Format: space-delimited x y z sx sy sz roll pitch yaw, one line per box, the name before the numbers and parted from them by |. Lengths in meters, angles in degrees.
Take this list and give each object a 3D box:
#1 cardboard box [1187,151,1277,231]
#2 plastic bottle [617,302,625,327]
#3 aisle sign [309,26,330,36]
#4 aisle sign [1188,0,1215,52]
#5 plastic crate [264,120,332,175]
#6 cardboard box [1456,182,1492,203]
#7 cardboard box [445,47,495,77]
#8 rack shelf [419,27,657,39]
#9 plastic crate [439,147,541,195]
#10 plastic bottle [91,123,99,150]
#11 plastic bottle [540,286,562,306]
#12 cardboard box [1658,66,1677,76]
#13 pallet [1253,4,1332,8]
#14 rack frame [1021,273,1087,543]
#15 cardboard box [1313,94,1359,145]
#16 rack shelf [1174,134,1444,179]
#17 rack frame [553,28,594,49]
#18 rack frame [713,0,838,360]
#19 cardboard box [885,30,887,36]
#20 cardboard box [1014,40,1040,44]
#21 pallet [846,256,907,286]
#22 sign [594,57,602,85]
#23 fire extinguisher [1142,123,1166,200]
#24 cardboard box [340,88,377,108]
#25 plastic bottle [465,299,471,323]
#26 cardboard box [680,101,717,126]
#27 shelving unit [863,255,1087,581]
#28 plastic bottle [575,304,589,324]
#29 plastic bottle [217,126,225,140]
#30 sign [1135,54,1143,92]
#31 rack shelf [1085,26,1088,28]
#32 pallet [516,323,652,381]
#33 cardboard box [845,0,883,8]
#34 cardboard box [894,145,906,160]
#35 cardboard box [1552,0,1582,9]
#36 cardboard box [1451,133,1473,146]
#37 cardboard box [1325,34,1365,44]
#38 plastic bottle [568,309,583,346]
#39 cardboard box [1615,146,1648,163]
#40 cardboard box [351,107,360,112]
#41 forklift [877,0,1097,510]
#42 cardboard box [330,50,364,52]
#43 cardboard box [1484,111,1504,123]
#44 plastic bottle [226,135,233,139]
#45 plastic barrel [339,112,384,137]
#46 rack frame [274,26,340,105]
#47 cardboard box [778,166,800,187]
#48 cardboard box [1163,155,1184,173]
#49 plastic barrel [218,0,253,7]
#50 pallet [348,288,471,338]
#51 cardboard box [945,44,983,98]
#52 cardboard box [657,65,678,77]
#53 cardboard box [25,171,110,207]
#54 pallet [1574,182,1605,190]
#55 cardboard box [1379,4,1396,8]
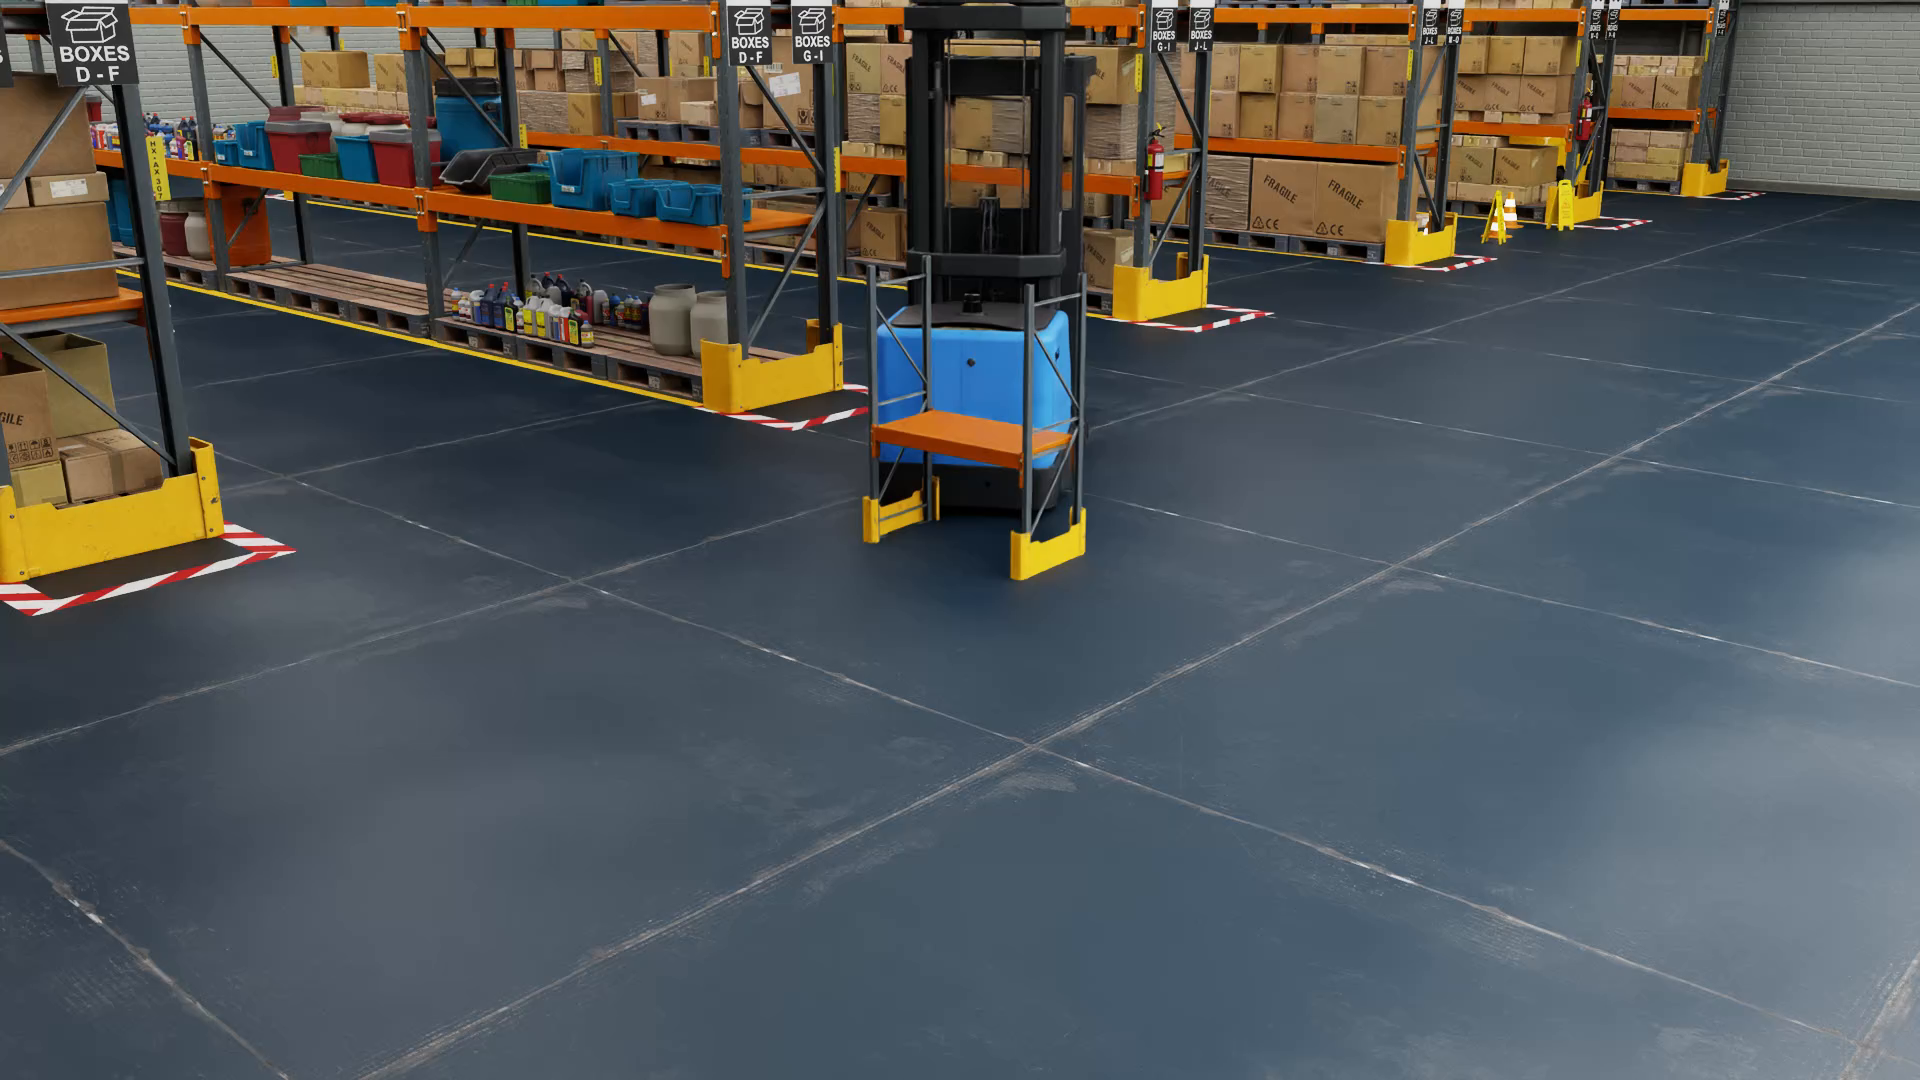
cardboard box | 3.465 -4.384 20.785 0.875 0.875 0.875 15 23 40
plastic bottle | -2.854 -1.913 14.078 0.097 0.201 0.097 0 18 0
aisle sign | -9.833 -8.148 25.529 0.004 0.787 0.394 15 23 39
aisle sign | 2.234 -4.908 15.322 0.004 0.787 0.394 15 23 39
plastic crate | -6.277 -3.736 15.820 0.583 0.464 0.402 15 23 39
cardboard box | 7.401 -4.953 23.610 0.500 0.250 0.500 15 23 39
cardboard box | -6.504 -6.423 22.567 0.637 0.503 0.797 14 23 38
rack shelf | -5.491 -6.709 21.522 4.000 0.370 1.077 15 23 39
plastic crate | -3.984 -3.133 14.127 0.504 0.338 0.767 15 23 39
plastic bottle | -9.619 -4.499 18.521 0.133 0.283 0.061 15 23 39
plastic bottle | -3.554 -2.067 14.440 0.135 0.276 0.152 15 23 39
cardboard box | 11.202 -7.387 26.193 0.250 0.149 0.380 16 23 40
pallet | 5.183 -8.147 25.177 1.003 0.211 1.213 15 23 39
rack frame | 0.477 -0.577 8.450 0.032 1.500 0.500 13 22 36
cardboard box | 4.623 -4.957 19.524 0.550 0.550 0.875 15 23 39
rack shelf | 3.860 -4.774 20.386 4.000 0.370 1.077 15 23 39
rack frame | -6.611 -7.928 29.135 0.127 3.000 1.000 15 23 39
rack frame | -1.299 -2.493 12.009 0.127 3.000 1.000 15 23 39
cardboard box | -1.156 -9.218 30.309 0.250 0.149 0.380 15 23 39
cardboard box | 1.266 -8.234 28.278 0.500 0.500 0.500 15 23 39
pallet | -0.478 -2.961 18.093 1.213 0.211 1.003 15 23 39
sign | -4.361 -5.646 20.029 0.005 0.325 0.100 15 23 39
fire extinguisher | 1.768 -3.450 15.151 0.183 0.674 0.296 15 23 39
cardboard box | -8.639 -6.431 24.173 0.500 0.250 0.500 14 23 38
plastic bottle | -4.192 -1.968 14.254 0.097 0.201 0.097 0 18 0
cardboard box | -2.894 -4.960 19.336 0.500 0.250 0.500 14 22 38
shelving unit | 0.070 -0.674 8.755 1.083 1.500 0.587 13 22 36
plastic bottle | -3.064 -1.759 13.458 0.133 0.283 0.061 15 23 39
plastic bottle | -8.079 -4.394 18.210 0.097 0.271 0.097 0 18 0
sign | 1.605 -4.195 14.934 0.005 0.325 0.100 15 23 39
rack shelf | 1.387 -10.878 34.658 4.000 0.370 1.077 15 23 39
pallet | -2.900 -1.578 13.735 1.213 0.211 1.003 15 23 39
cardboard box | -0.837 -5.627 17.172 0.500 0.250 0.500 14 22 37
cardboard box | -0.465 -4.041 17.301 0.250 0.149 0.380 15 23 39
cardboard box | 8.114 -7.174 22.216 0.250 0.149 0.380 15 23 39
cardboard box | 7.093 -5.677 23.580 0.250 0.149 0.380 16 24 42
cardboard box | 5.760 -7.188 24.491 0.500 0.500 0.700 15 23 39
plastic bottle | -3.063 -1.697 13.264 0.133 0.283 0.061 16 23 41
cardboard box | 10.919 -6.238 26.833 0.500 0.250 0.500 15 23 39
cardboard box | -8.584 -6.200 24.104 0.250 0.149 0.380 16 23 40
forklift | 0.255 -1.971 10.477 1.130 2.935 3.031 3 18 9
cardboard box | -9.440 -7.216 25.406 0.500 0.500 0.500 15 23 40
cardboard box | 7.491 -5.890 23.127 0.250 0.149 0.380 16 23 40
plastic bottle | -7.807 -4.226 17.797 0.097 0.201 0.097 0 18 0
plastic barrel | -5.733 -3.837 16.019 0.433 0.535 0.433 0 18 0
rack frame | -9.979 -6.826 25.663 0.127 3.000 1.000 15 23 39
cardboard box | -2.445 -5.718 25.607 0.500 0.500 0.500 16 23 40
cardboard box | 1.933 -3.605 15.928 0.250 0.149 0.380 15 23 39
plastic barrel | -6.813 -5.554 15.867 0.600 0.901 0.600 0 18 0
pallet | -4.904 -2.116 15.431 1.213 0.211 1.003 15 23 39
cardboard box | -0.087 -4.735 16.762 0.500 0.500 0.500 15 23 39
cardboard box | -4.556 -7.452 26.978 0.500 0.500 0.500 14 23 38
cardboard box | -4.740 -1.858 8.769 0.250 0.149 0.380 15 23 39
pallet | 10.350 -6.040 27.794 1.213 0.211 1.003 15 23 39
cardboard box | 6.223 -7.702 23.878 0.250 0.149 0.380 16 24 41
